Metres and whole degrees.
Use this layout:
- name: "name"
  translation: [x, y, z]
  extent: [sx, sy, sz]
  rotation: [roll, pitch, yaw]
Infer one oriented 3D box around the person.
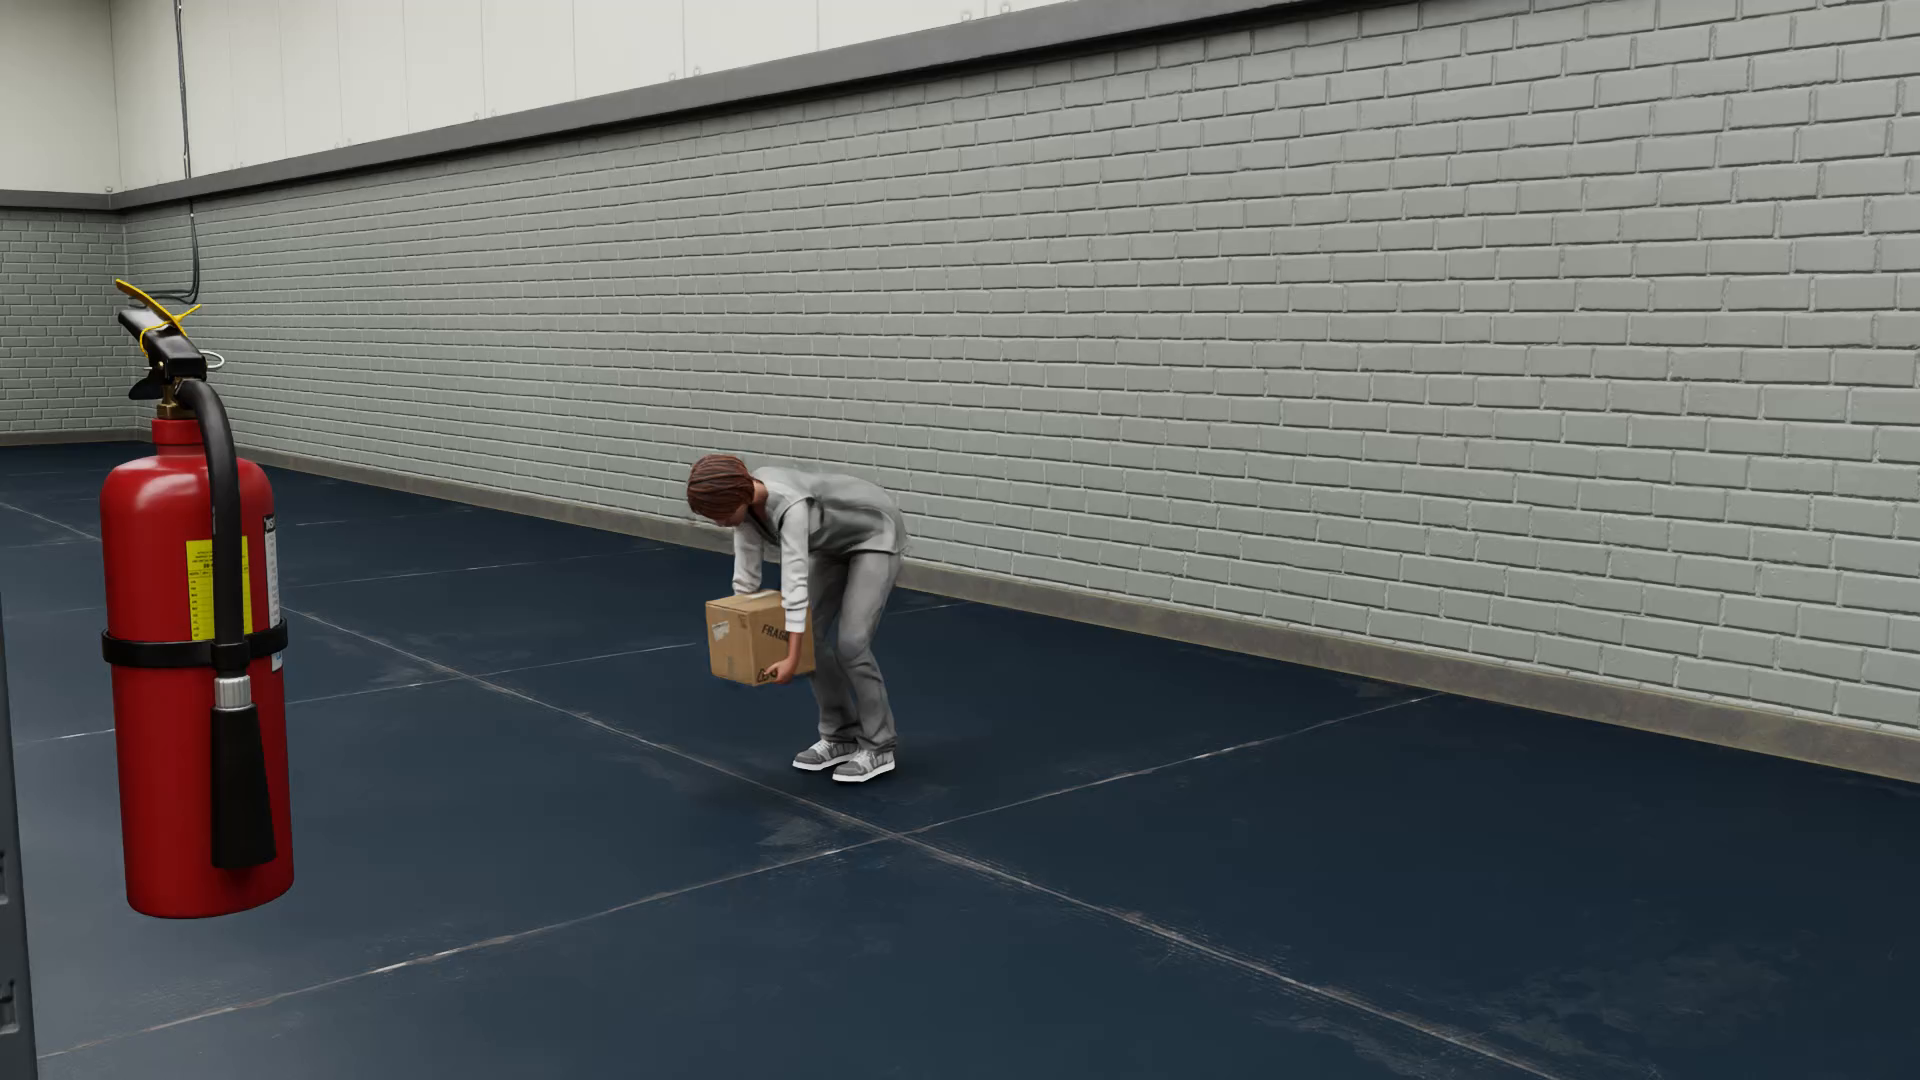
- name: "person"
  translation: [-0.368, 0.015, 5.710]
  extent: [0.336, 1.595, 0.456]
  rotation: [-7, 10, -42]
